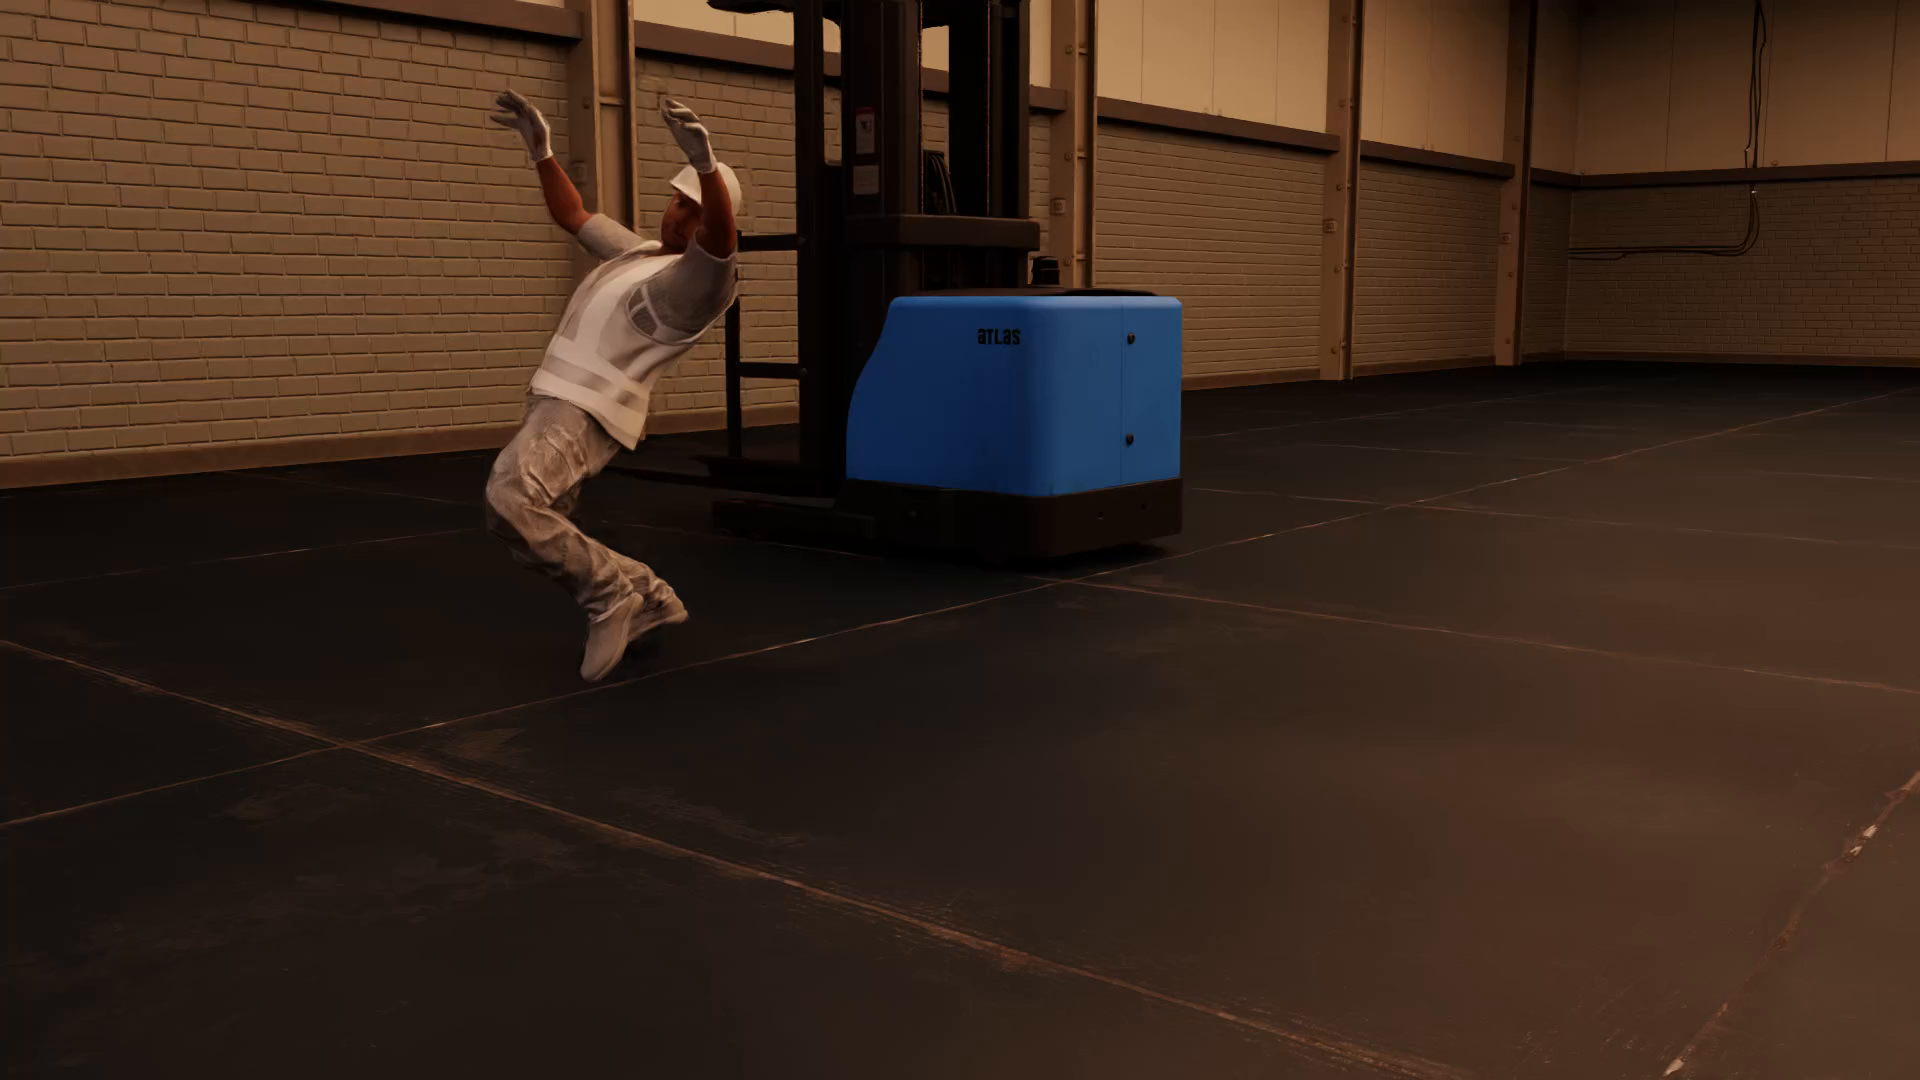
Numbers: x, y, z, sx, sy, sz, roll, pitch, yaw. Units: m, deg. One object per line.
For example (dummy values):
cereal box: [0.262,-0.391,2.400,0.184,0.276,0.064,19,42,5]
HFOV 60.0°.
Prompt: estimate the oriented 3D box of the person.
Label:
person: [-0.968,-0.443,4.712,0.795,1.687,1.077,-4,9,-24]

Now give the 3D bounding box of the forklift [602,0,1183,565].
forklift: [-0.495,-1.502,7.547,3.031,2.935,1.130,7,11,40]
